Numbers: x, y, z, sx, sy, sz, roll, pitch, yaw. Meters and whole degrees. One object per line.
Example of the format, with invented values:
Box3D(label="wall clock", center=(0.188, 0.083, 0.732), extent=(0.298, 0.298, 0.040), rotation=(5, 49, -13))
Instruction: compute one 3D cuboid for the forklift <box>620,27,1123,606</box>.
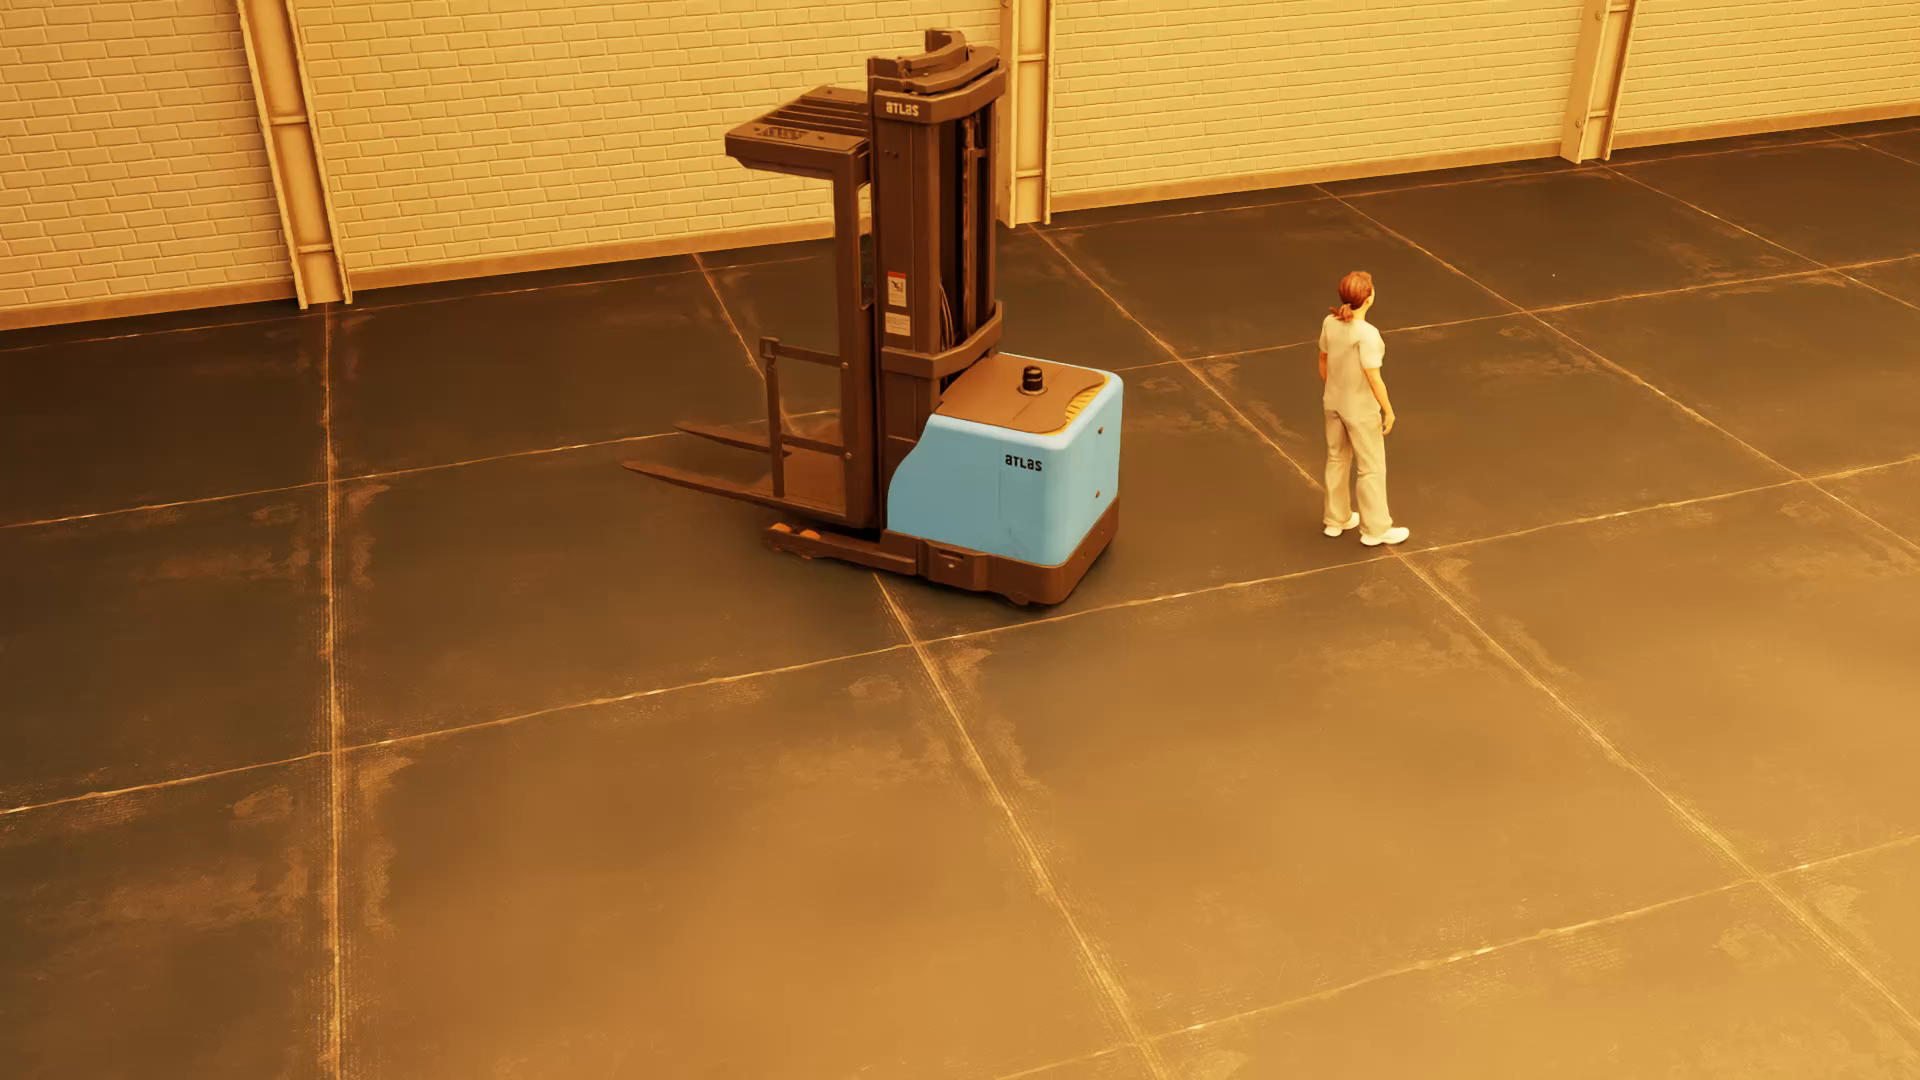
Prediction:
Box3D(label="forklift", center=(-0.613, -1.384, 9.493), extent=(3.031, 2.935, 1.130), rotation=(13, 32, 21))

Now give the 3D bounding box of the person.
Box3D(label="person", center=(2.344, -0.775, 9.693), extent=(0.543, 1.668, 0.557), rotation=(-17, 34, -26))
